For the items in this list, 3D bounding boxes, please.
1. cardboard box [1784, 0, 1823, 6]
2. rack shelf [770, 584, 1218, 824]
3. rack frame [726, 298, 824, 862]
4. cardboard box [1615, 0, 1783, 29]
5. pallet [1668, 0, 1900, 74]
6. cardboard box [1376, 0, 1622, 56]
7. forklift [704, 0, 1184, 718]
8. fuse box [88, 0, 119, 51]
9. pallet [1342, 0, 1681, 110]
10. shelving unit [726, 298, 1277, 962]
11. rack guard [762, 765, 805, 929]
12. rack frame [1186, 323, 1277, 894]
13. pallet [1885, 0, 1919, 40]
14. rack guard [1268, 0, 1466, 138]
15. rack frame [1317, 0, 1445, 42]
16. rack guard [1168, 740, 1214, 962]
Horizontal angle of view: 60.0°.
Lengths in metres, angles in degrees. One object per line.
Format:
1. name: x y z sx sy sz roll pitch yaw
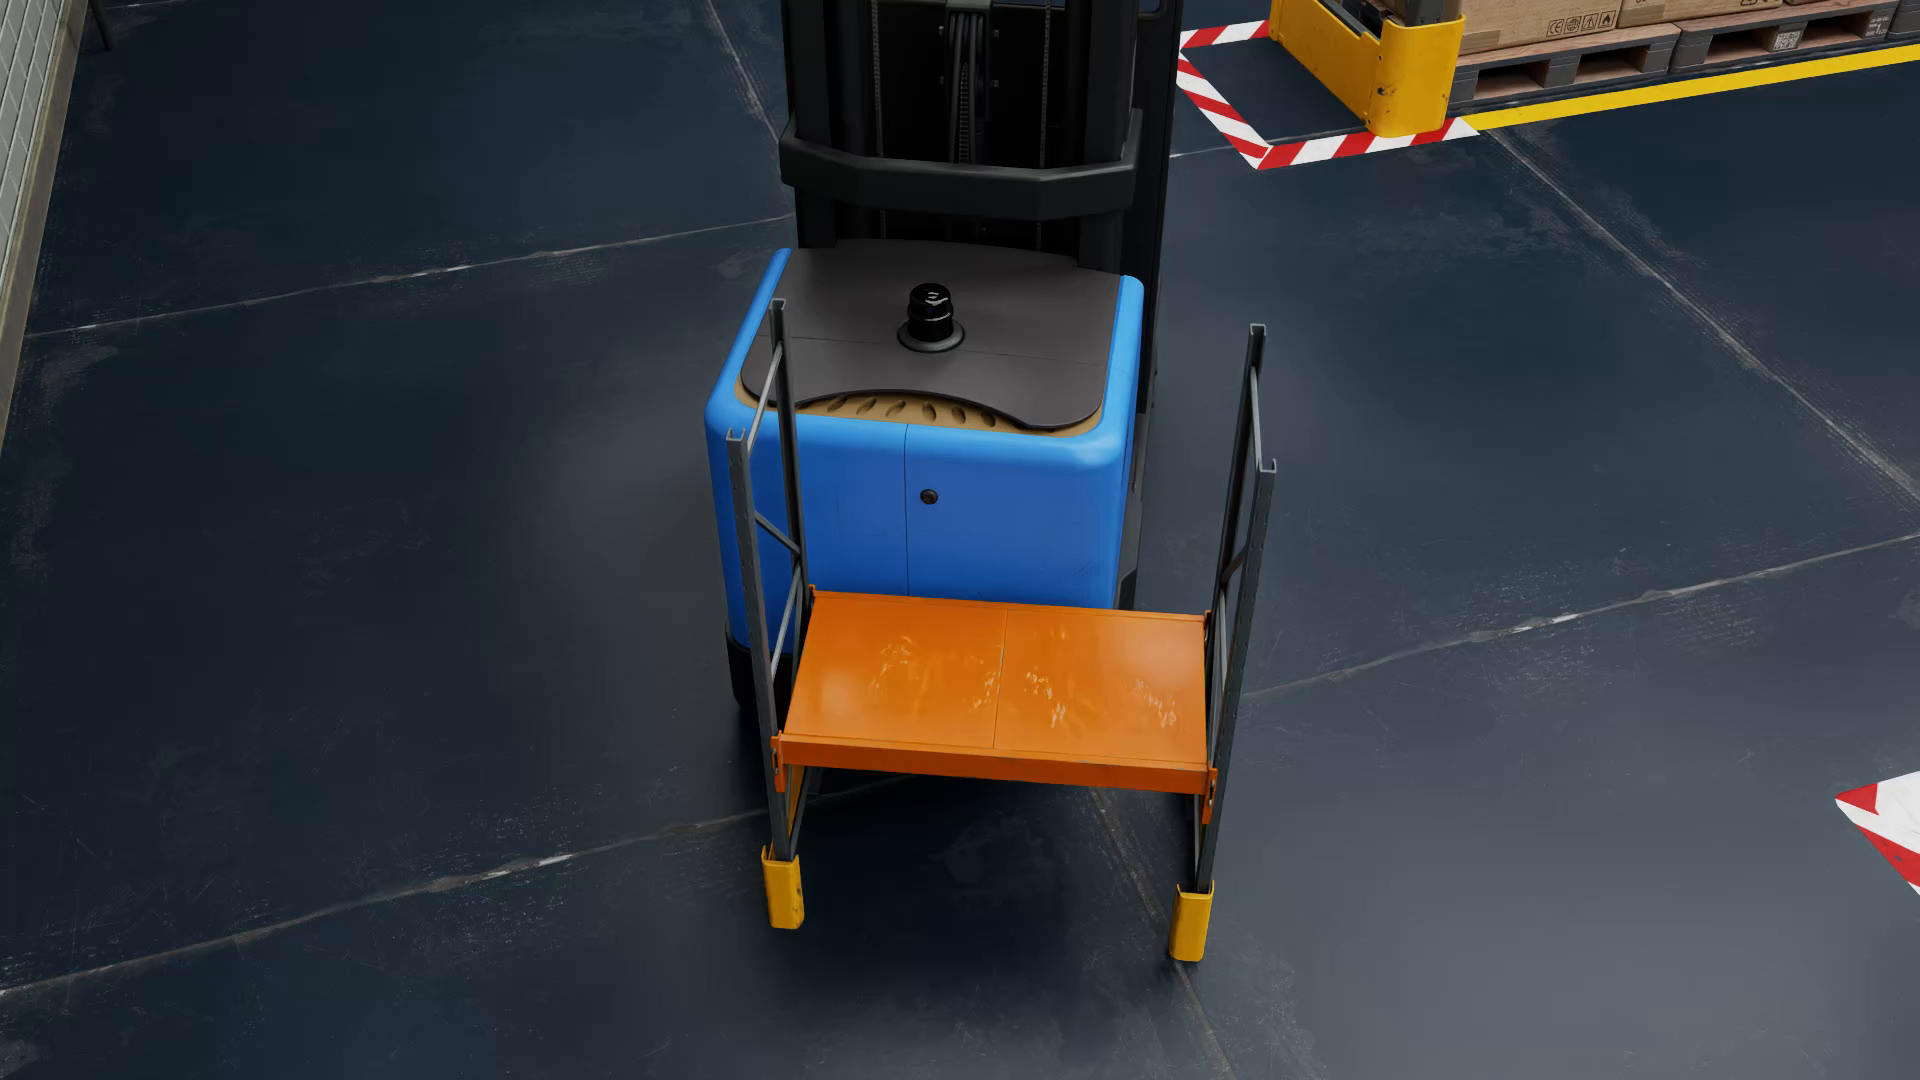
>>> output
1. cardboard box: 4.167 -3.028 8.064 0.875 0.438 0.875 -13 43 -14
2. rack shelf: 0.095 0.378 3.951 1.000 0.185 0.538 4 41 4
3. rack frame: -0.411 0.211 3.869 0.032 1.500 0.500 4 41 4
4. cardboard box: 3.306 -2.851 7.862 0.875 0.438 0.875 -11 42 -12
5. pallet: 3.737 -2.674 8.150 1.213 0.211 1.003 -12 42 -13
6. cardboard box: 2.436 -2.665 7.649 0.875 0.438 0.875 -13 43 -15
7. forklift: 0.094 -1.511 4.752 1.130 2.935 3.031 6 41 6
8. fuse box: -4.027 -3.011 7.396 0.414 1.711 0.539 -12 42 -13
9. pallet: 2.576 -2.435 7.877 1.213 0.211 1.003 -12 42 -13
10. shelving unit: 0.086 0.242 3.833 1.083 1.500 0.587 4 41 4
11. rack guard: -0.410 0.681 4.280 0.087 0.250 0.587 4 41 4
12. rack frame: 0.601 0.274 3.796 0.032 1.500 0.500 4 41 4
13. pallet: 4.903 -2.918 8.429 1.213 0.211 1.003 -12 42 -13
14. rack guard: 1.814 -2.332 7.540 0.348 0.500 1.175 -12 42 -13
15. rack frame: 1.837 -3.278 6.723 0.127 3.000 1.000 -12 42 -13
16. rack guard: 0.582 0.744 4.209 0.087 0.250 0.587 4 41 4
